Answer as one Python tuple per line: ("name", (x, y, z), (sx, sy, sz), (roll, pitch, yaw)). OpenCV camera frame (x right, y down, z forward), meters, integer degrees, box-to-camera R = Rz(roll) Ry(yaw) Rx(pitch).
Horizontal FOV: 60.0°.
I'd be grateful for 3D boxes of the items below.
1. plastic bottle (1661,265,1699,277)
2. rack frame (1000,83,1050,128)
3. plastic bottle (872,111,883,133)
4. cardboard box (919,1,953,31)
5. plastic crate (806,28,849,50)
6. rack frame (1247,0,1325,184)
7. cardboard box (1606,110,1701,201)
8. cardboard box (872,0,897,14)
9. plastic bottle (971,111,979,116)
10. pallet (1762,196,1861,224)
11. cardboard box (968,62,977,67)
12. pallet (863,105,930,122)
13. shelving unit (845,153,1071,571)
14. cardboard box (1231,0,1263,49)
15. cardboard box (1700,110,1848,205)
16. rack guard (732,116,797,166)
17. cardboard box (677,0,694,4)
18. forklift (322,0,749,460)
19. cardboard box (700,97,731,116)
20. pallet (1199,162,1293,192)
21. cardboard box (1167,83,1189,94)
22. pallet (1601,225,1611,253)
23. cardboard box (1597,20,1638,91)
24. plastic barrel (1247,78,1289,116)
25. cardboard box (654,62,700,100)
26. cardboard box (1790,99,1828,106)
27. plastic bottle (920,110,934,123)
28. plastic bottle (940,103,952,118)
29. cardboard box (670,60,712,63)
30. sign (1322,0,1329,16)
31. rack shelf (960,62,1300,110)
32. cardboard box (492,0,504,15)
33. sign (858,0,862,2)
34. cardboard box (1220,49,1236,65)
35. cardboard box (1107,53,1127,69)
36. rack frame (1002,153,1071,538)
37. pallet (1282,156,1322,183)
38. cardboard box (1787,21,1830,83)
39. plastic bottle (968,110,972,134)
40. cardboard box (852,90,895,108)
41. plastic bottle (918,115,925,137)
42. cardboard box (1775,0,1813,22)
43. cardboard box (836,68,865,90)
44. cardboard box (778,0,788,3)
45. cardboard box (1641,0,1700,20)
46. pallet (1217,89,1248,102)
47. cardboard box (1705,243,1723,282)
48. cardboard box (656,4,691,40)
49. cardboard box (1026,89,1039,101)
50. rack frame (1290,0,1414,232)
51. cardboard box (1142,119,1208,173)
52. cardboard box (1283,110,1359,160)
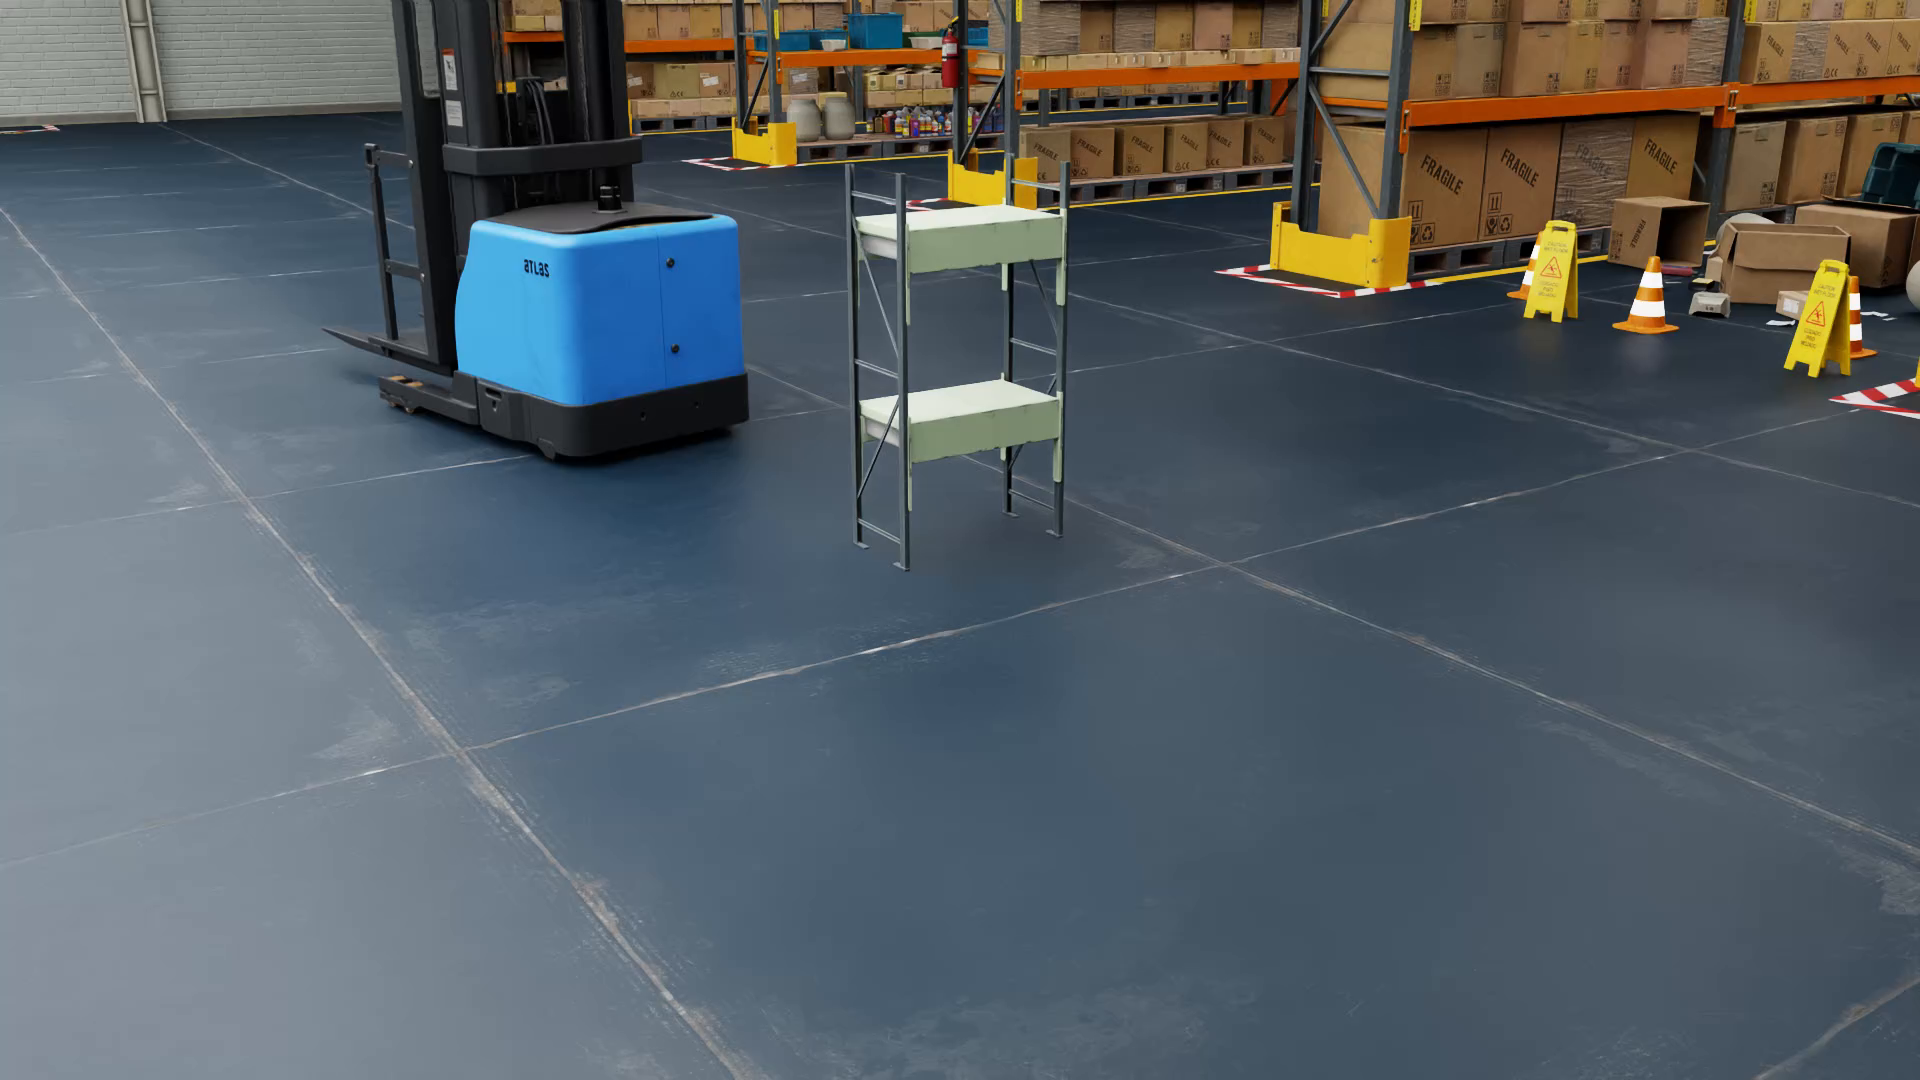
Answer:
("plastic bottle", (5.518, -2.062, 12.748), (0.283, 0.061, 0.133), (13, 23, 34))
("rack frame", (0.871, -6.821, 22.237), (0.127, 3.000, 1.000), (-12, 22, -31))
("plastic bottle", (-1.089, -5.504, 21.896), (0.133, 0.283, 0.061), (-11, 22, -30))
("cardboard box", (-0.341, -8.506, 27.064), (0.500, 0.500, 0.500), (-12, 22, -31))
("plastic crate", (-1.671, -6.327, 21.008), (0.408, 0.251, 0.499), (-12, 22, -31))
("rack frame", (3.595, -5.496, 18.318), (0.127, 3.000, 1.000), (-12, 22, -31))
("cardboard box", (5.675, -3.252, 14.342), (0.875, 0.875, 0.875), (-12, 22, -31))
("cardboard box", (-1.624, -10.346, 31.820), (0.500, 0.500, 0.700), (-15, 24, -38))
("plastic bottle", (0.229, -5.550, 22.043), (0.135, 0.276, 0.152), (-12, 22, -31))
("pallet", (7.862, -3.203, 15.889), (1.213, 0.211, 1.003), (-12, 22, -31))
("cardboard box", (0.185, -9.603, 33.167), (0.750, 0.750, 0.750), (-12, 22, -32))
("pallet", (-1.256, -6.966, 27.019), (1.213, 0.211, 1.003), (-12, 22, -31))
("shelving unit", (-0.006, -0.709, 6.501), (0.755, 1.500, 0.431), (-12, 22, -31))
("cardboard box", (2.748, -5.543, 17.836), (0.500, 0.500, 0.875), (-12, 22, -31))
("cardboard box", (7.515, -3.587, 15.528), (0.750, 0.750, 1.050), (-12, 22, -31))
("rack guard", (-2.432, -4.958, 20.630), (0.348, 0.500, 1.175), (-12, 22, -31))
("cardboard box", (-4.104, -7.943, 24.386), (0.250, 0.149, 0.380), (-12, 22, -32))
("forklift", (-2.442, -2.152, 8.535), (1.130, 2.935, 3.031), (-17, 25, -41))
("cardboard box", (-3.787, -6.550, 25.074), (0.500, 0.250, 0.500), (-12, 22, -31))
("pallet", (3.054, -4.047, 18.387), (1.213, 0.211, 1.003), (-12, 22, -31))
("cardboard box", (3.740, -8.243, 29.660), (0.500, 0.500, 0.500), (-12, 22, -31))
("pallet", (5.561, -2.717, 14.453), (1.213, 0.211, 1.003), (-12, 22, -31))
("cardboard box", (4.975, -3.988, 13.623), (0.550, 0.550, 0.875), (-12, 22, -31))
("plastic barrel", (4.611, -6.787, 24.869), (0.708, 0.830, 0.600), (-12, 22, -31))
("cardboard box", (-4.204, -6.817, 24.692), (0.500, 0.500, 0.500), (-12, 22, -31))
("cardboard box", (11.624, -6.351, 23.509), (0.875, 0.875, 0.875), (-12, 22, -31))
("plastic bottle", (-0.441, -5.564, 22.086), (0.135, 0.276, 0.152), (-12, 22, -31))
("plastic bottle", (-0.189, -5.710, 22.400), (0.185, 0.351, 0.144), (-13, 23, -34))
("cardboard box", (-4.079, -7.048, 25.374), (0.500, 0.500, 0.500), (-12, 22, -31))
("sign", (3.900, -5.762, 17.754), (0.005, 0.325, 0.100), (-12, 22, -31))
("rack shelf", (1.925, -4.803, 17.391), (4.000, 0.370, 1.077), (-12, 22, -31))
("cardboard box", (-7.641, -9.200, 28.305), (0.500, 0.500, 0.500), (-12, 22, -32))
("sign", (-1.543, -8.446, 25.568), (0.005, 0.325, 0.100), (-12, 22, -31))
("cardboard box", (2.693, -5.108, 17.564), (0.250, 0.149, 0.380), (-12, 22, -31))
("cardboard box", (1.470, -4.829, 16.739), (0.250, 0.149, 0.380), (-12, 22, -31))
("rack frame", (0.300, -0.774, 6.692), (0.023, 1.500, 0.400), (-12, 22, -31))
("pallet", (4.245, -4.312, 19.171), (1.213, 0.211, 1.003), (-12, 22, -31))
("cardboard box", (7.247, -4.309, 14.650), (0.500, 0.500, 0.500), (-12, 22, -31))
("plastic bottle", (0.062, -5.493, 21.759), (0.185, 0.351, 0.144), (-12, 22, -32))
("cardboard box", (-1.377, -7.047, 26.545), (0.500, 0.250, 0.500), (-13, 22, -33))
("plastic bottle", (-0.498, -5.329, 21.396), (0.097, 0.271, 0.097), (0, 19, 0))
("cardboard box", (7.079, -4.853, 14.698), (0.500, 0.500, 0.700), (-12, 22, -32))
("cardboard box", (-1.669, -7.456, 26.879), (0.500, 0.311, 0.500), (-12, 22, -31))
("cardboard box", (-2.810, -8.217, 25.198), (0.250, 0.149, 0.380), (-12, 22, -32))
("cardboard box", (5.516, -4.550, 13.600), (0.550, 0.550, 0.875), (-12, 22, -31))
("pallet", (5.406, -8.355, 31.129), (1.213, 0.211, 1.003), (-12, 22, -31))
("cardboard box", (5.816, -2.061, 12.426), (0.258, 0.266, 0.396), (-8, 20, -22))
("cardboard box", (-4.358, -7.662, 24.568), (0.500, 0.500, 0.700), (-11, 22, -30))
("cardboard box", (1.186, -7.589, 28.148), (0.500, 0.250, 0.500), (-11, 22, -30))
("rack frame", (2.898, -3.447, 12.257), (0.127, 3.000, 1.000), (-12, 22, -31))
("cardboard box", (2.290, -4.218, 17.784), (0.500, 0.500, 0.500), (-14, 23, -36))
("cardboard box", (4.120, -4.623, 18.951), (0.500, 0.500, 0.700), (-14, 23, -36))
